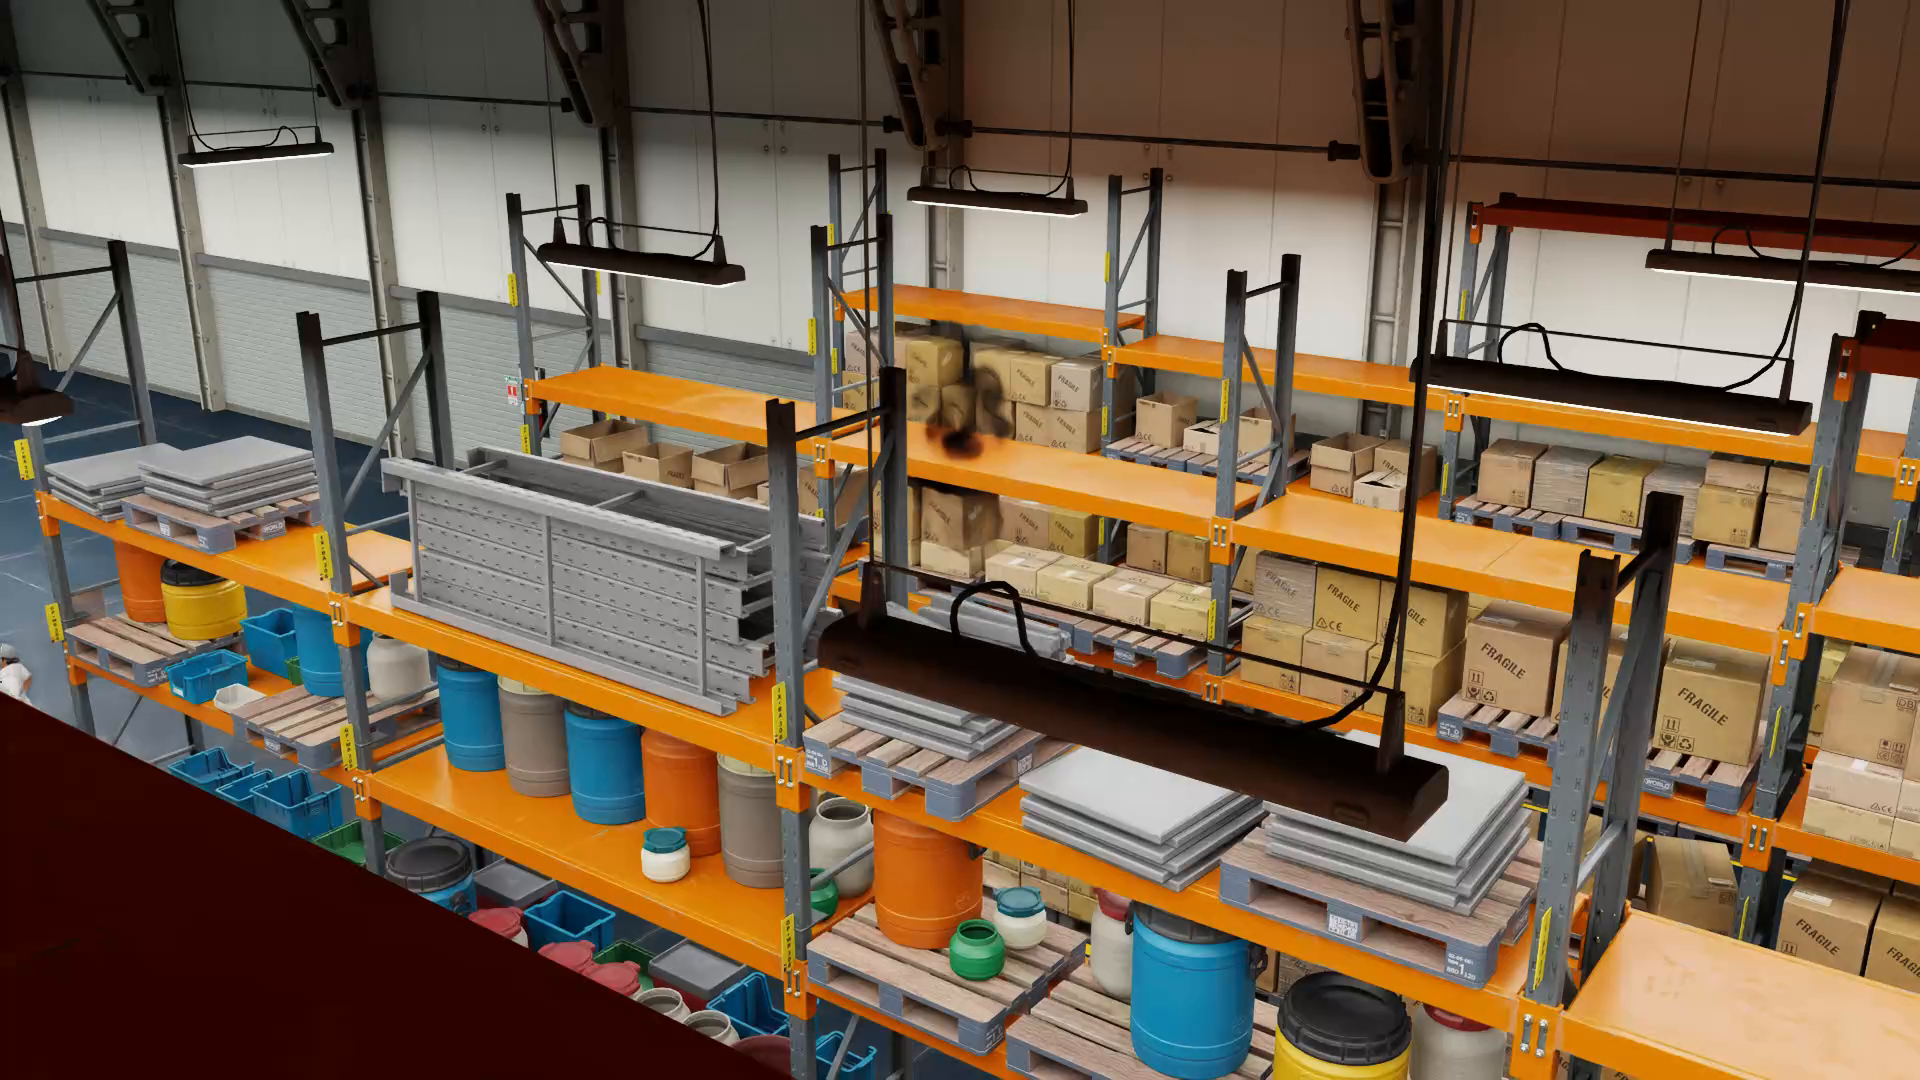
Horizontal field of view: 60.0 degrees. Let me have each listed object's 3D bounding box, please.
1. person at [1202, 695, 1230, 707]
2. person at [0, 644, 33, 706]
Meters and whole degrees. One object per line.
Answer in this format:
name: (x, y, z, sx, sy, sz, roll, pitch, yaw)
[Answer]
person: (2.416, 2.127, 16.055, 0.951, 1.672, 0.574, 9, 20, 25)
person: (-9.773, 1.838, 17.078, 0.559, 1.607, 0.604, -11, 21, -29)
